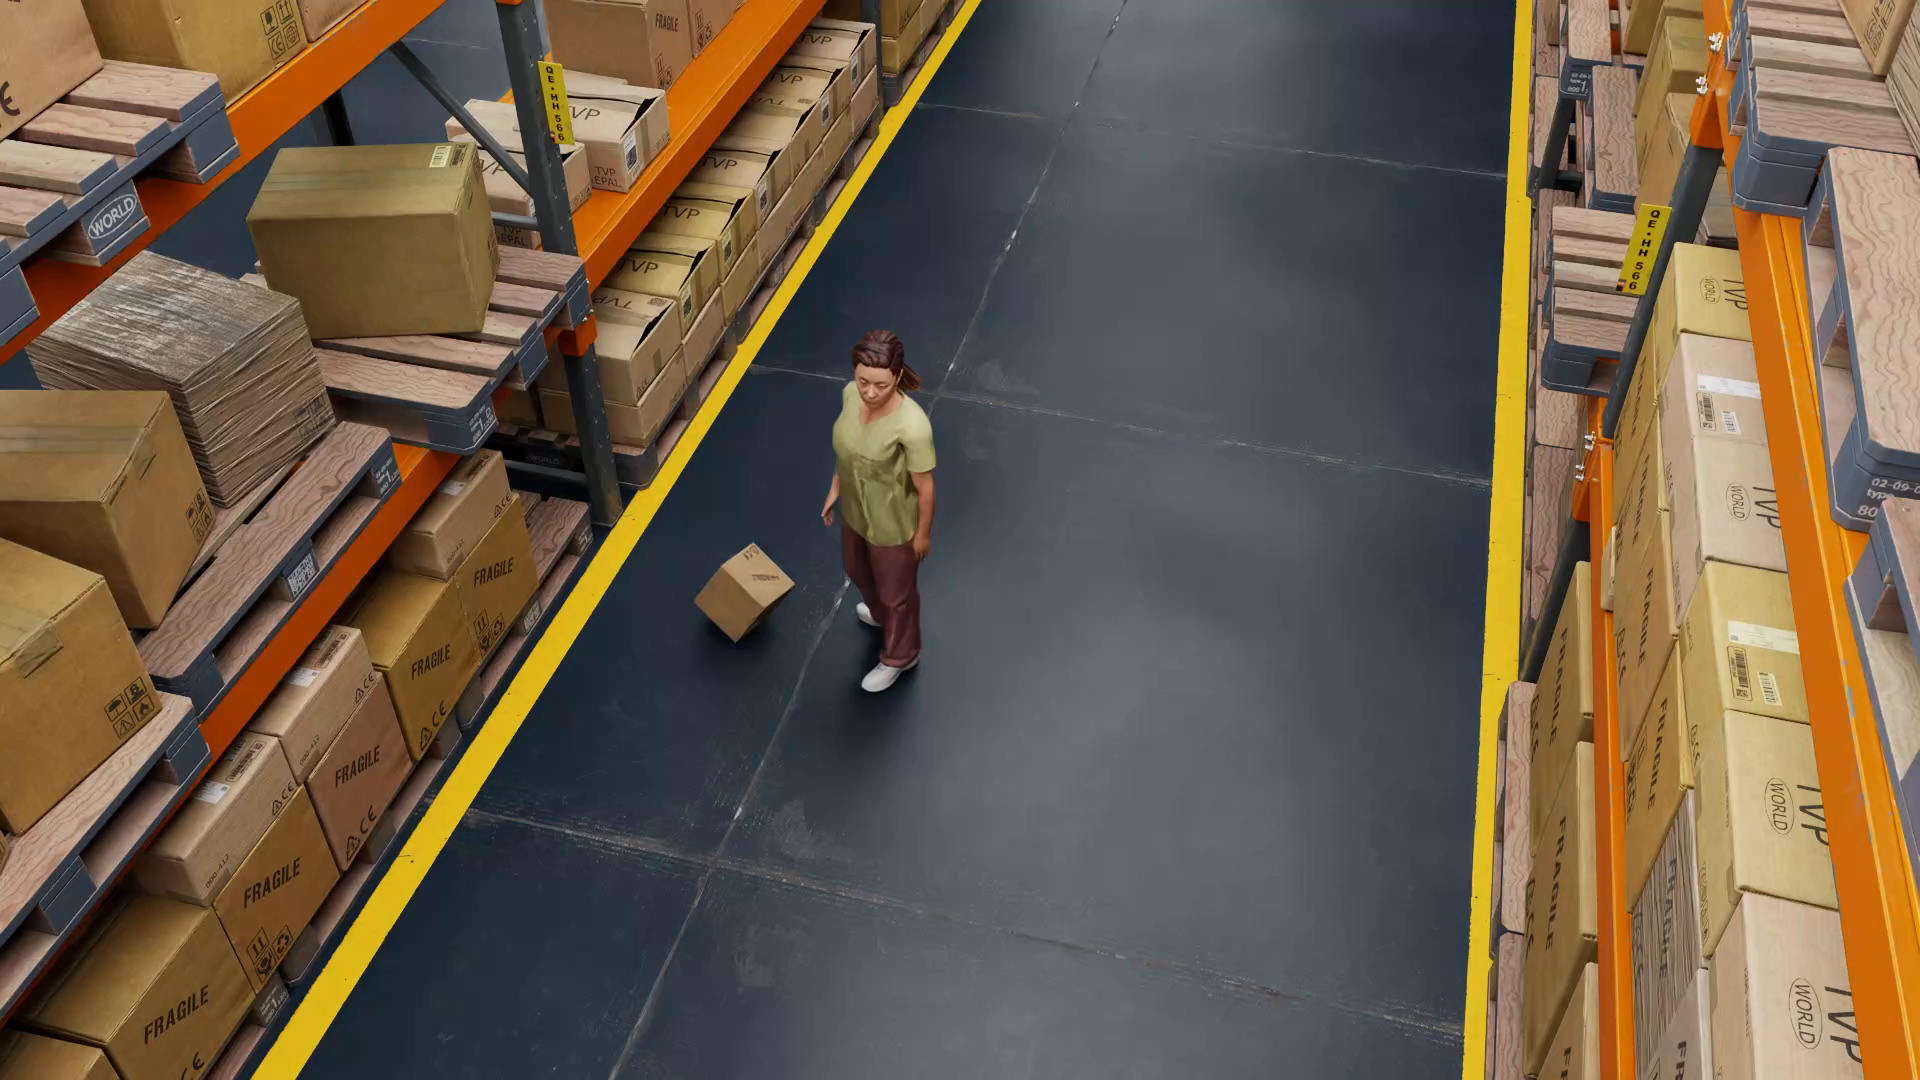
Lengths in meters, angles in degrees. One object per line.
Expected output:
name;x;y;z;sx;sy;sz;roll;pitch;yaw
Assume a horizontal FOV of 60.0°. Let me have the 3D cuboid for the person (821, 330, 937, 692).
person;-0.305;-0.136;6.289;0.389;1.669;0.614;-27;48;-28
